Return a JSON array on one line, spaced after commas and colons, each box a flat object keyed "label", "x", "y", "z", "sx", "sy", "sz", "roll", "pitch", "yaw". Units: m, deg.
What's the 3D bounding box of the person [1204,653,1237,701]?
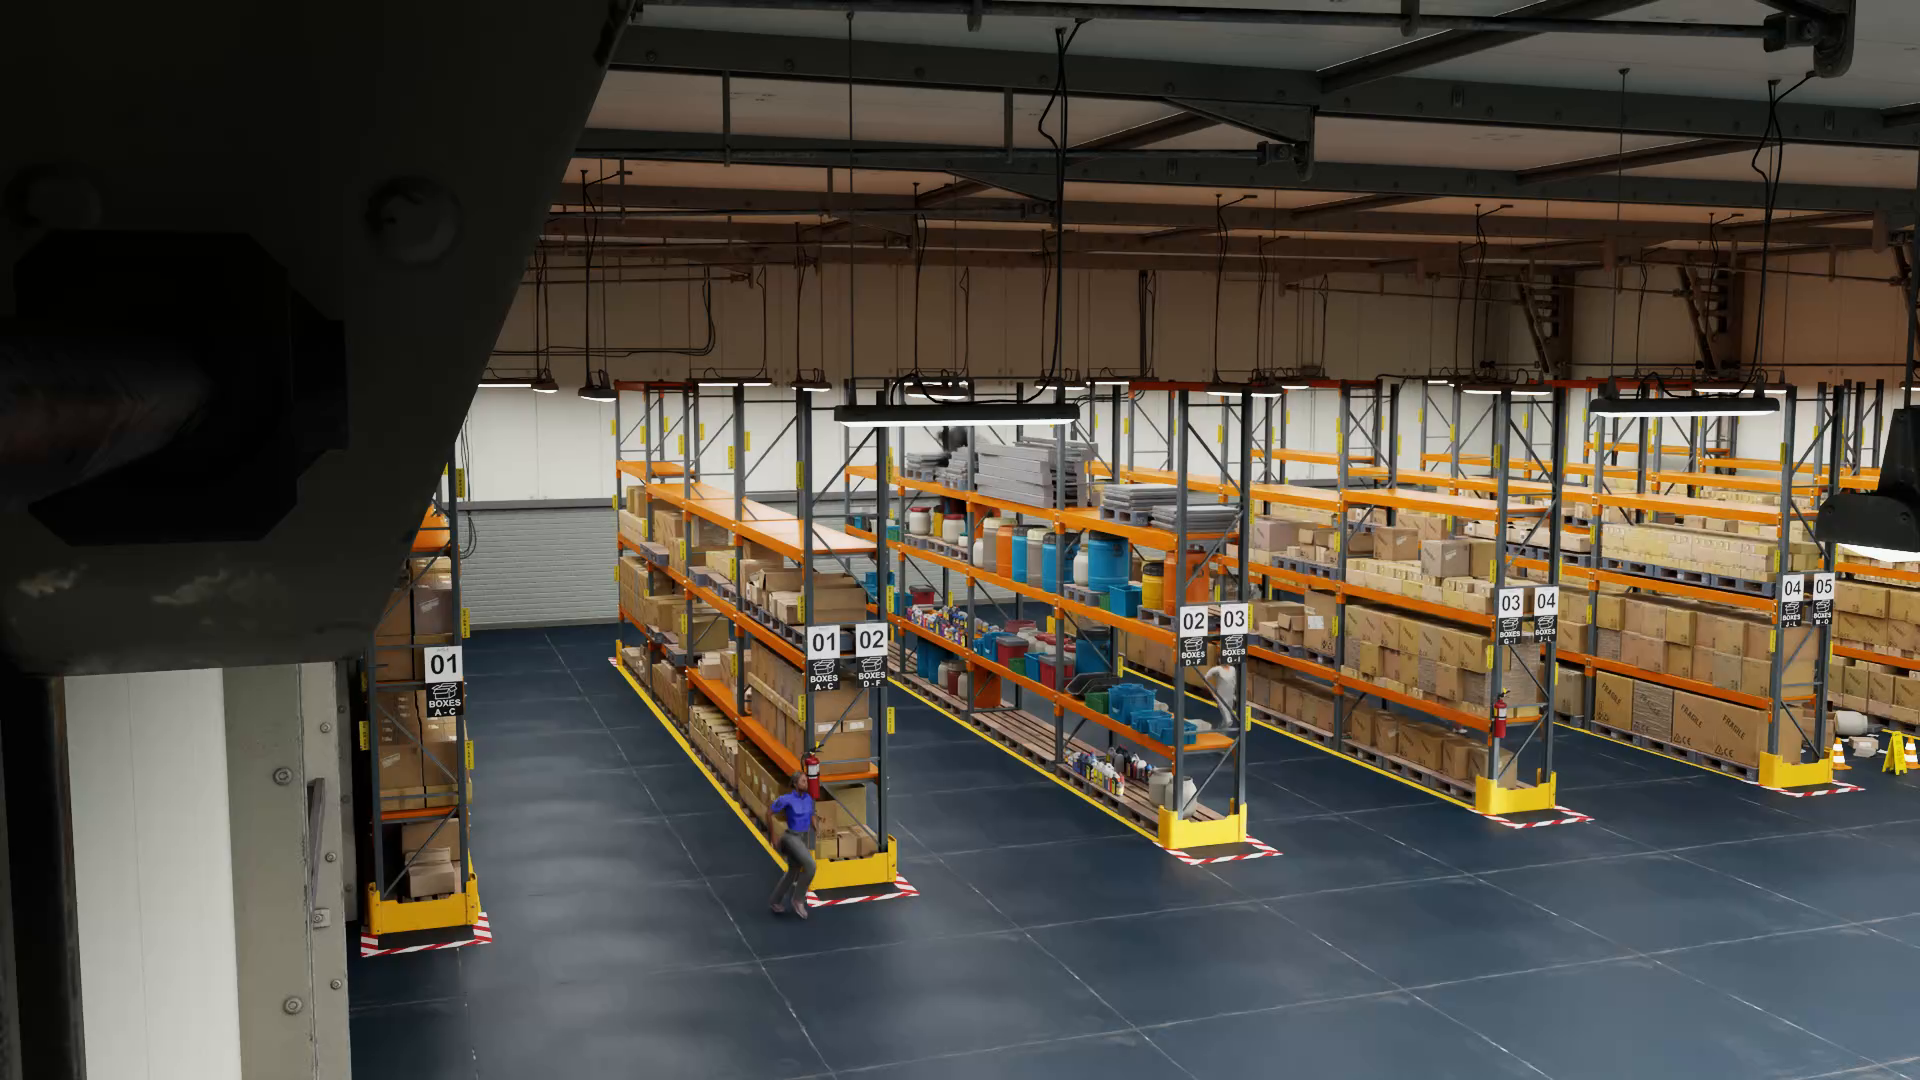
[{"label": "person", "x": 4.342, "y": 2.206, "z": 26.998, "sx": 0.543, "sy": 0.822, "sz": 0.593, "roll": -3, "pitch": 7, "yaw": -29}]

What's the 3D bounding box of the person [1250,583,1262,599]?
[{"label": "person", "x": 7.498, "y": 1.156, "z": 41.672, "sx": 0.657, "sy": 1.532, "sz": 0.736, "roll": 2, "pitch": 6, "yaw": 18}]

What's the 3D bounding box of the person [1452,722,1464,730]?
[{"label": "person", "x": 8.594, "y": 2.498, "z": 28.582, "sx": 0.591, "sy": 1.545, "sz": 0.498, "roll": -3, "pitch": 7, "yaw": -29}]
